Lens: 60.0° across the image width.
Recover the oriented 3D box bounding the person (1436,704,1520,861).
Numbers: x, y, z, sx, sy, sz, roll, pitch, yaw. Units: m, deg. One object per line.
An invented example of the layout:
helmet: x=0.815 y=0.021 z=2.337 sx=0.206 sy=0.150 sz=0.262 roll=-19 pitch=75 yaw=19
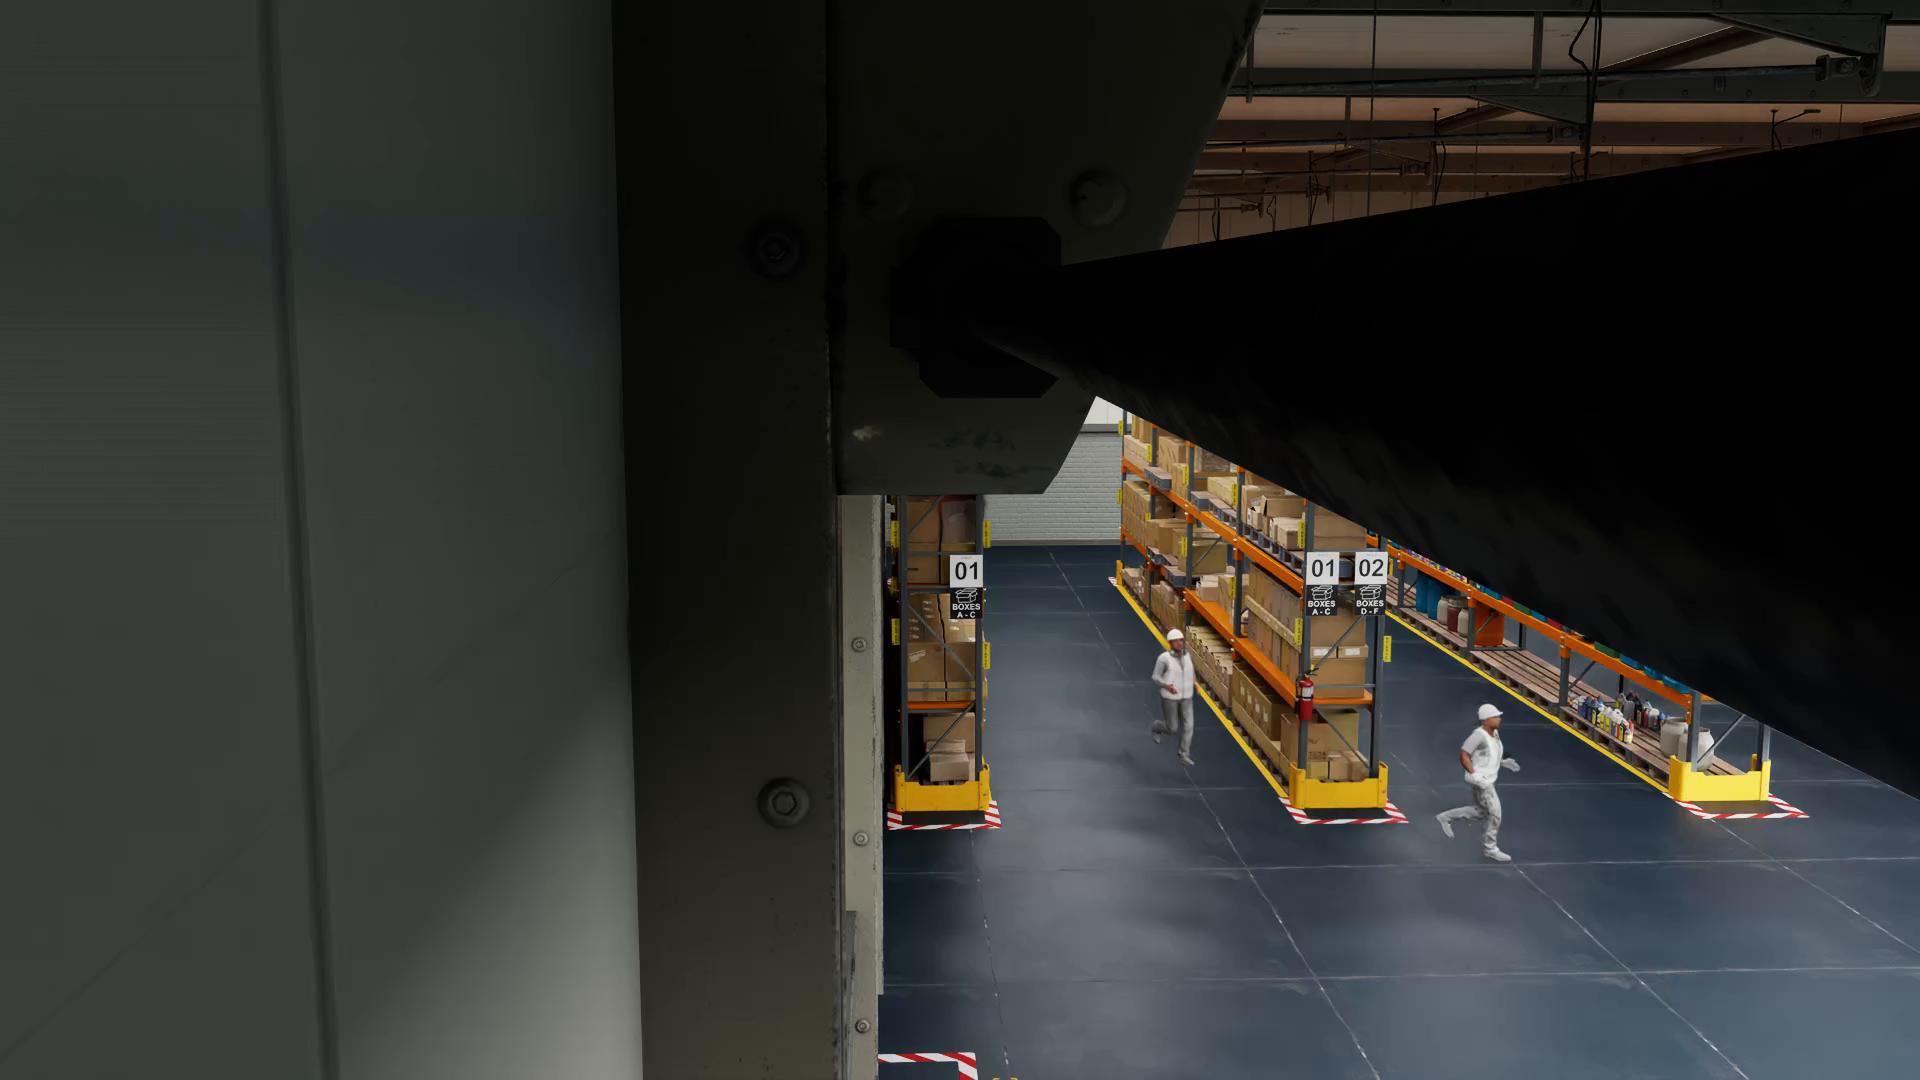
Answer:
person: x=5.793 y=2.689 z=18.703 sx=0.874 sy=1.753 sz=0.665 roll=5 pitch=10 yaw=31

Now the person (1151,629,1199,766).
person: x=2.823 y=2.021 z=21.565 sx=0.677 sy=1.739 sz=0.905 roll=-3 pitch=9 yaw=-21
